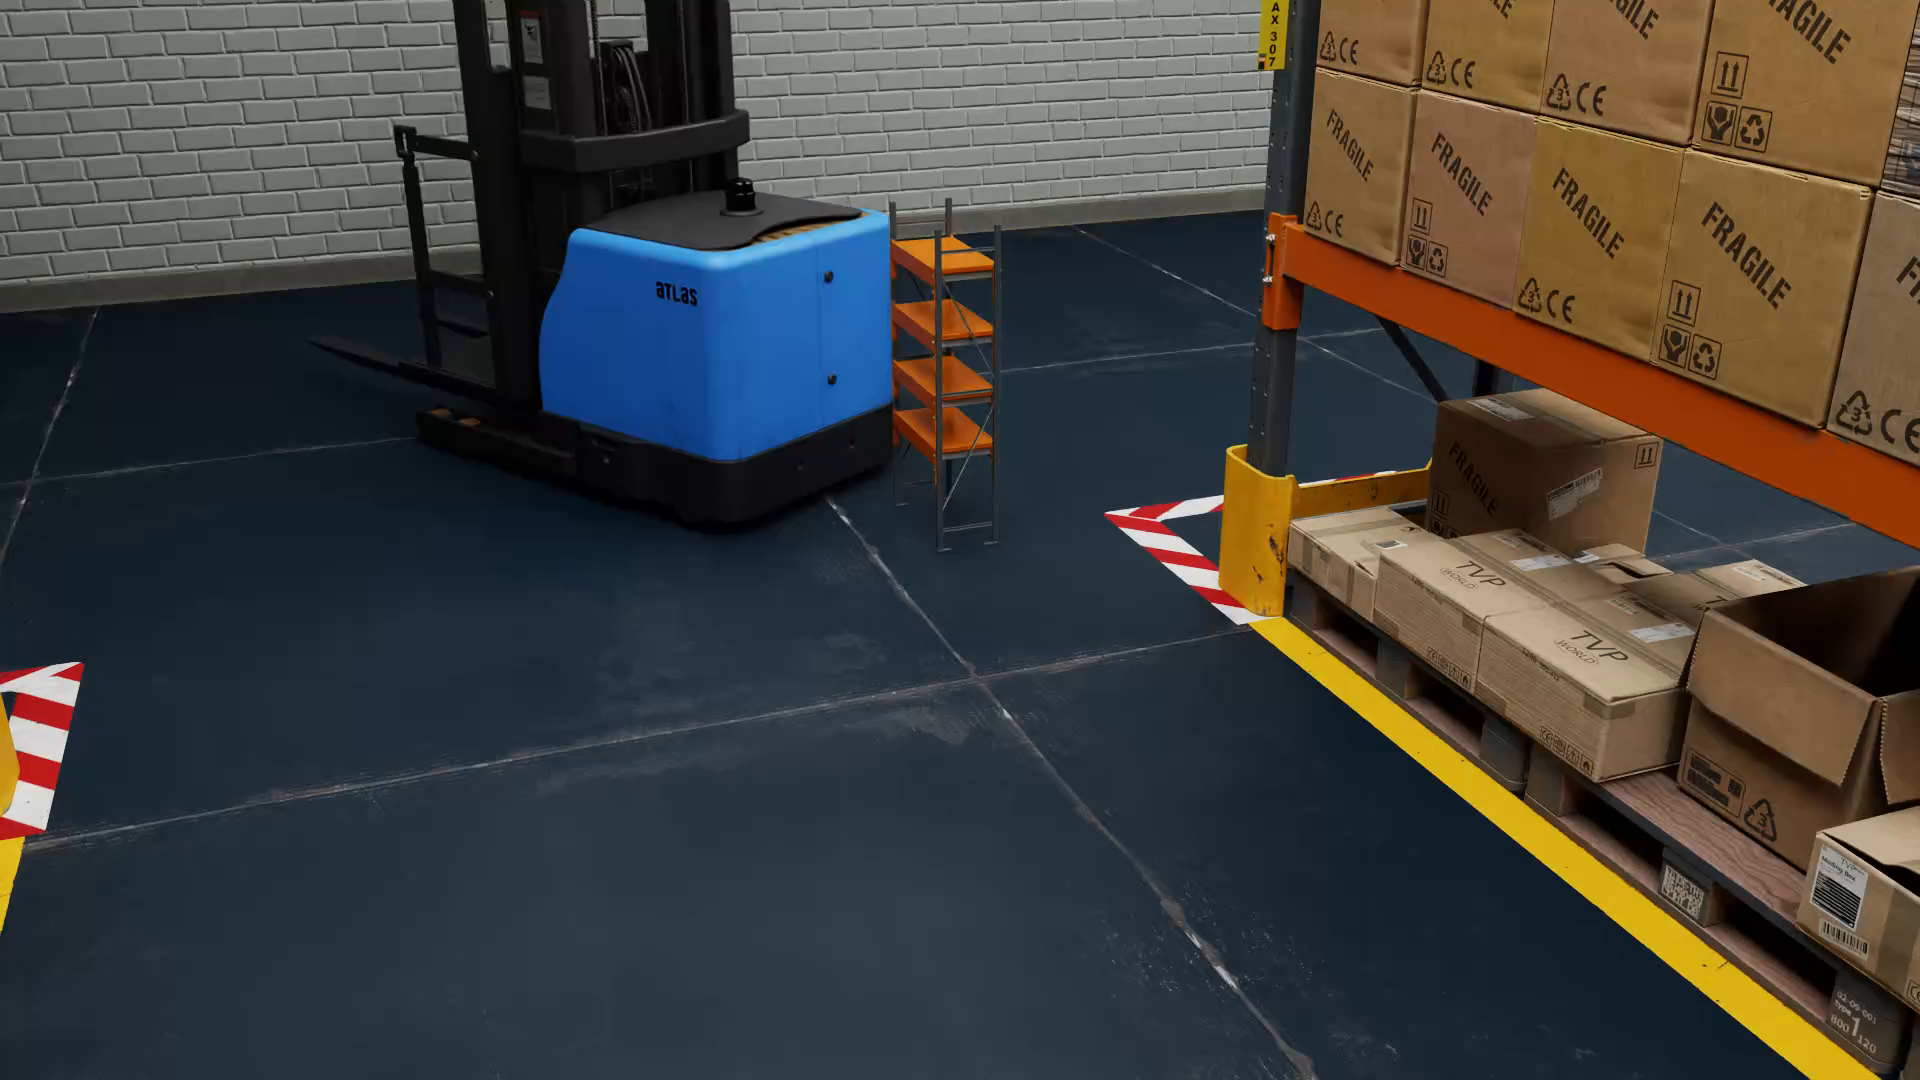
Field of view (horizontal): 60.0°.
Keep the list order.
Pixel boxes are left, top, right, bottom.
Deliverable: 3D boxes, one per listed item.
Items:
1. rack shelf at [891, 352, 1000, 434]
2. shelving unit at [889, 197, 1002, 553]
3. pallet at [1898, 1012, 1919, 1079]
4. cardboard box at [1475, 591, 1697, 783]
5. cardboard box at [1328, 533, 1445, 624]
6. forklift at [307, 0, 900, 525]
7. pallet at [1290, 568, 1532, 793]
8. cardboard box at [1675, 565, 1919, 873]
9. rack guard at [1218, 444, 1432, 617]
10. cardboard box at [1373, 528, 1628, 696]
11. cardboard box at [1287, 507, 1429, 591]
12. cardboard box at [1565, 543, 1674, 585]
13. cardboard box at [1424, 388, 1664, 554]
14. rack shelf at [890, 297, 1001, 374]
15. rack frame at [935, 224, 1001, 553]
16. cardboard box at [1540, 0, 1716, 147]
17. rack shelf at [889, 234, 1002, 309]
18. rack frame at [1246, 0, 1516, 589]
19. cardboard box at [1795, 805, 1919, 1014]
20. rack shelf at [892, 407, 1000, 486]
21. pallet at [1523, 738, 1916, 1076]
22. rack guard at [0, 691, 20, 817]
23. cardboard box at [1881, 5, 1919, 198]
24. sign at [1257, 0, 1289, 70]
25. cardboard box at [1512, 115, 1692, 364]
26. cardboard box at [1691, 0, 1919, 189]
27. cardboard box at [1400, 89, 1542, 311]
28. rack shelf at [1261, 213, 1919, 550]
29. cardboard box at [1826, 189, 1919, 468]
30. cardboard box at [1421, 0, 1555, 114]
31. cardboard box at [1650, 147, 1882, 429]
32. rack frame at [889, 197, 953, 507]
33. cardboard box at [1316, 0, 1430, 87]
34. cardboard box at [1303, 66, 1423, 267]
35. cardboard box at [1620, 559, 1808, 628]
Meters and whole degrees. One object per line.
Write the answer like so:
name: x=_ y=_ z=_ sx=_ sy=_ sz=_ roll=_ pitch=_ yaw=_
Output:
rack shelf: x=-0.058 y=-0.551 z=6.186 sx=0.258 sy=0.148 sz=0.480 roll=-8 pitch=24 yaw=-19
shelving unit: x=-0.058 y=-0.613 z=6.160 sx=0.258 sy=1.200 sz=0.503 roll=-8 pitch=24 yaw=-19
pallet: x=2.644 y=1.205 z=3.118 sx=1.003 sy=0.211 sz=1.213 roll=-8 pitch=24 yaw=-19
cardboard box: x=1.753 y=0.381 z=4.458 sx=0.500 sy=0.250 sz=0.500 roll=-8 pitch=24 yaw=-19
cardboard box: x=1.388 y=0.110 z=5.209 sx=0.380 sy=0.166 sz=0.250 roll=-8 pitch=24 yaw=-19
forklift: x=-1.726 y=-1.852 z=6.871 sx=3.031 sy=2.935 sz=1.130 roll=17 pitch=28 yaw=34
pallet: x=1.782 y=0.319 z=5.222 sx=1.003 sy=0.211 sz=1.213 roll=-8 pitch=24 yaw=-19
cardboard box: x=2.217 y=0.436 z=4.002 sx=0.797 sy=0.503 sz=0.637 roll=-8 pitch=24 yaw=-19
rack guard: x=1.500 y=-0.104 z=5.853 sx=1.175 sy=0.500 sz=0.348 roll=-8 pitch=24 yaw=-19
cardboard box: x=1.576 y=0.199 z=4.889 sx=0.500 sy=0.250 sz=0.500 roll=-8 pitch=24 yaw=-19
cardboard box: x=1.299 y=0.027 z=5.428 sx=0.380 sy=0.149 sz=0.250 roll=-8 pitch=24 yaw=-19
cardboard box: x=1.954 y=0.143 z=5.131 sx=0.380 sy=0.166 sz=0.250 roll=-8 pitch=24 yaw=-19
cardboard box: x=1.895 y=-0.170 z=5.444 sx=0.500 sy=0.500 sz=0.500 roll=-8 pitch=24 yaw=-19
rack shelf: x=-0.059 y=-0.757 z=6.099 sx=0.258 sy=0.148 sz=0.480 roll=-8 pitch=24 yaw=-19
rack frame: x=0.028 y=-0.524 z=5.949 sx=0.240 sy=1.200 sz=0.015 roll=-8 pitch=24 yaw=-19
cardboard box: x=1.747 y=-1.221 z=3.870 sx=0.500 sy=0.500 sz=0.500 roll=-8 pitch=24 yaw=-18
rack shelf: x=-0.059 y=-0.975 z=6.007 sx=0.258 sy=0.148 sz=0.480 roll=-8 pitch=24 yaw=-19
rack frame: x=1.473 y=-1.283 z=5.433 sx=1.000 sy=3.000 sz=0.127 roll=-8 pitch=24 yaw=-19
cardboard box: x=2.154 y=0.766 z=3.467 sx=0.500 sy=0.311 sz=0.500 roll=-8 pitch=24 yaw=-19
rack shelf: x=-0.058 y=-0.368 z=6.263 sx=0.258 sy=0.148 sz=0.480 roll=-8 pitch=24 yaw=-19
pallet: x=2.210 y=0.761 z=4.172 sx=1.003 sy=0.211 sz=1.213 roll=-8 pitch=24 yaw=-19
rack guard: x=-3.169 y=0.541 z=4.323 sx=1.175 sy=0.500 sz=0.348 roll=-8 pitch=24 yaw=-19
cardboard box: x=2.104 y=-0.854 z=2.998 sx=0.500 sy=0.500 sz=0.500 roll=-8 pitch=24 yaw=-19
sign: x=0.965 y=-1.608 z=5.088 sx=0.100 sy=0.325 sz=0.005 roll=-8 pitch=24 yaw=-19
cardboard box: x=1.745 y=-0.763 z=4.068 sx=0.500 sy=0.500 sz=0.500 roll=-8 pitch=24 yaw=-19
cardboard box: x=1.927 y=-1.037 z=3.432 sx=0.500 sy=0.500 sz=0.500 roll=-9 pitch=24 yaw=-19
cardboard box: x=1.570 y=-0.945 z=4.502 sx=0.500 sy=0.500 sz=0.500 roll=-9 pitch=24 yaw=-20
rack shelf: x=2.179 y=-0.225 z=3.848 sx=1.077 sy=0.370 sz=4.000 roll=-8 pitch=24 yaw=-19
cardboard box: x=2.102 y=-0.396 z=3.199 sx=0.500 sy=0.500 sz=0.500 roll=-8 pitch=24 yaw=-18
cardboard box: x=1.575 y=-1.404 z=4.303 sx=0.500 sy=0.500 sz=0.500 roll=-8 pitch=24 yaw=-18
cardboard box: x=1.920 y=-0.581 z=3.637 sx=0.500 sy=0.500 sz=0.500 roll=-8 pitch=24 yaw=-18
rack frame: x=-0.145 y=-0.702 z=6.370 sx=0.240 sy=1.200 sz=0.015 roll=-8 pitch=24 yaw=-19
cardboard box: x=1.383 y=-1.593 z=4.751 sx=0.500 sy=0.500 sz=0.500 roll=-8 pitch=24 yaw=-17
cardboard box: x=1.383 y=-1.132 z=4.945 sx=0.500 sy=0.500 sz=0.500 roll=-8 pitch=24 yaw=-18
cardboard box: x=2.203 y=0.294 z=4.664 sx=0.500 sy=0.250 sz=0.500 roll=-8 pitch=24 yaw=-19
